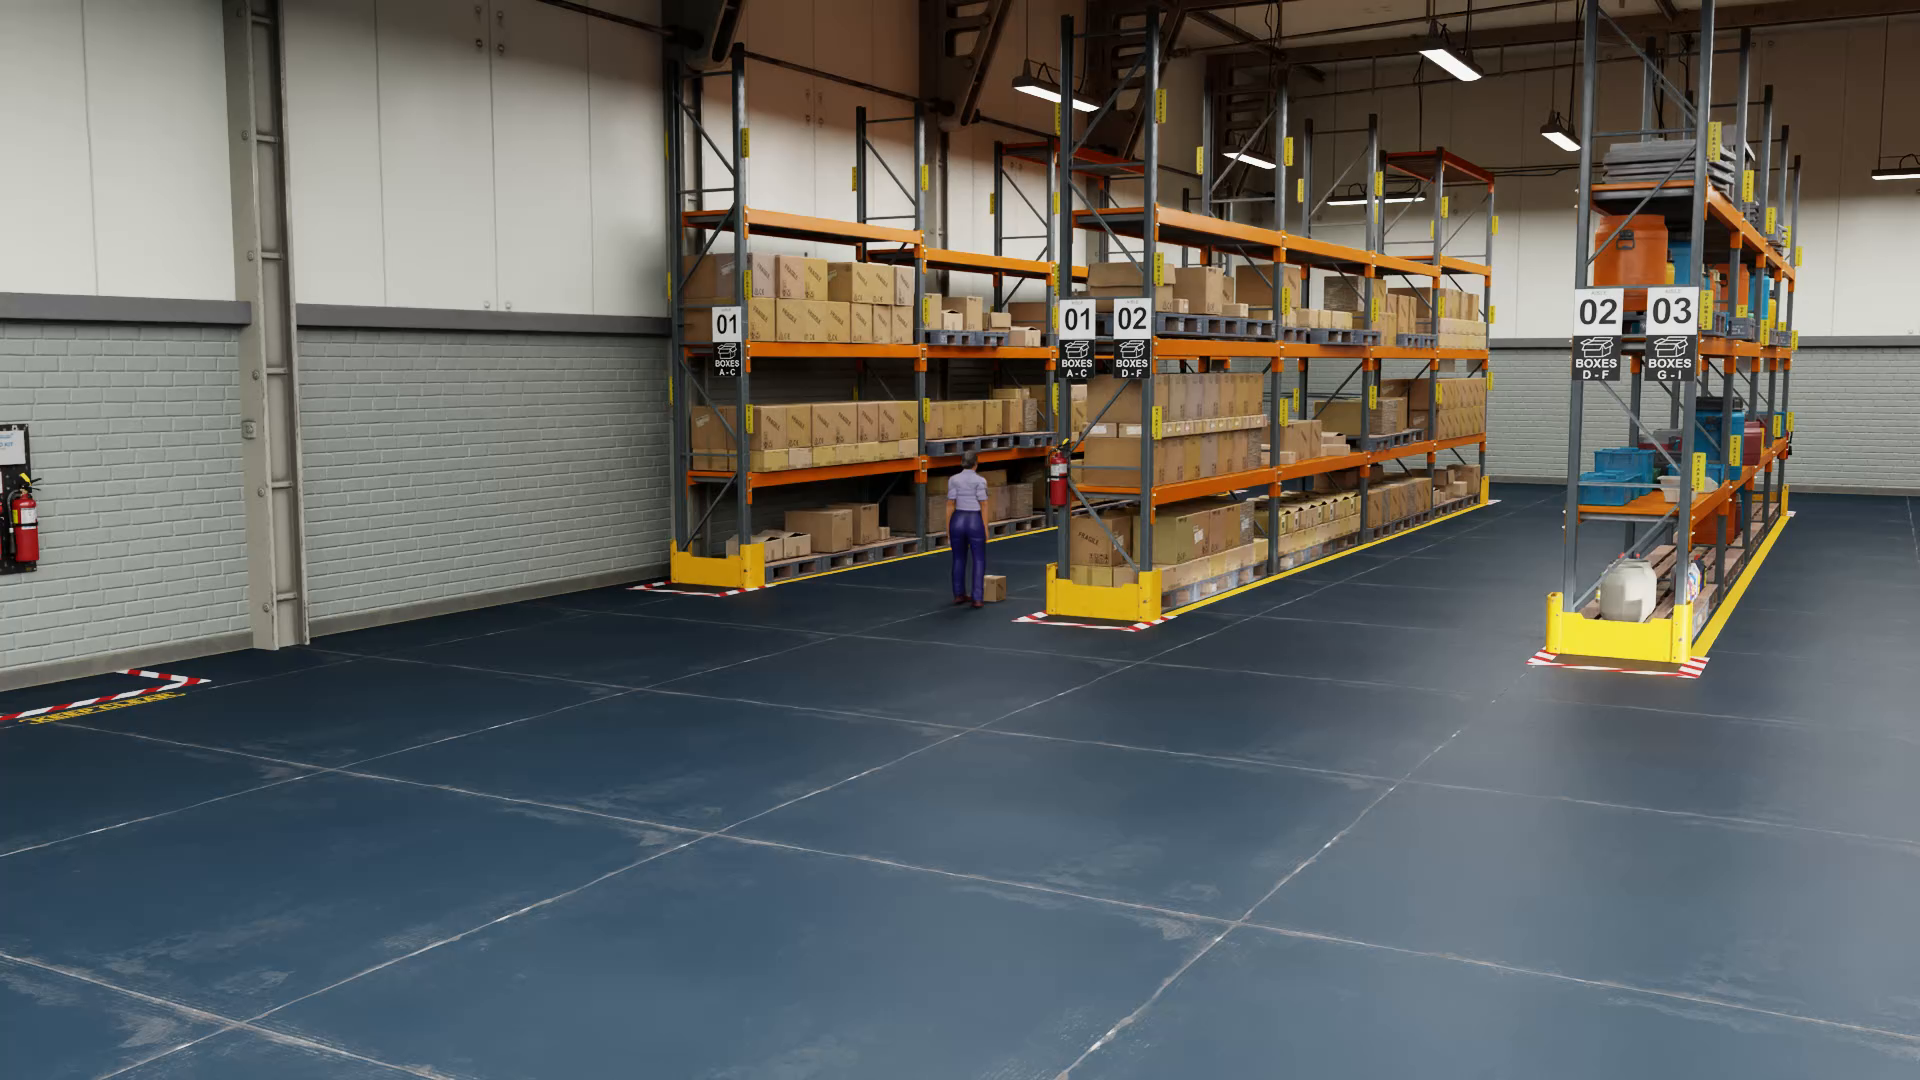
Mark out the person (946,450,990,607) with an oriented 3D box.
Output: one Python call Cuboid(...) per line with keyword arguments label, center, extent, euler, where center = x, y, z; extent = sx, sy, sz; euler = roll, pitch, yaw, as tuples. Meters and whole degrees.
Cuboid(label="person", center=(0.120, -0.130, 17.670), extent=(0.491, 1.654, 0.548), euler=(3, 7, 23))
